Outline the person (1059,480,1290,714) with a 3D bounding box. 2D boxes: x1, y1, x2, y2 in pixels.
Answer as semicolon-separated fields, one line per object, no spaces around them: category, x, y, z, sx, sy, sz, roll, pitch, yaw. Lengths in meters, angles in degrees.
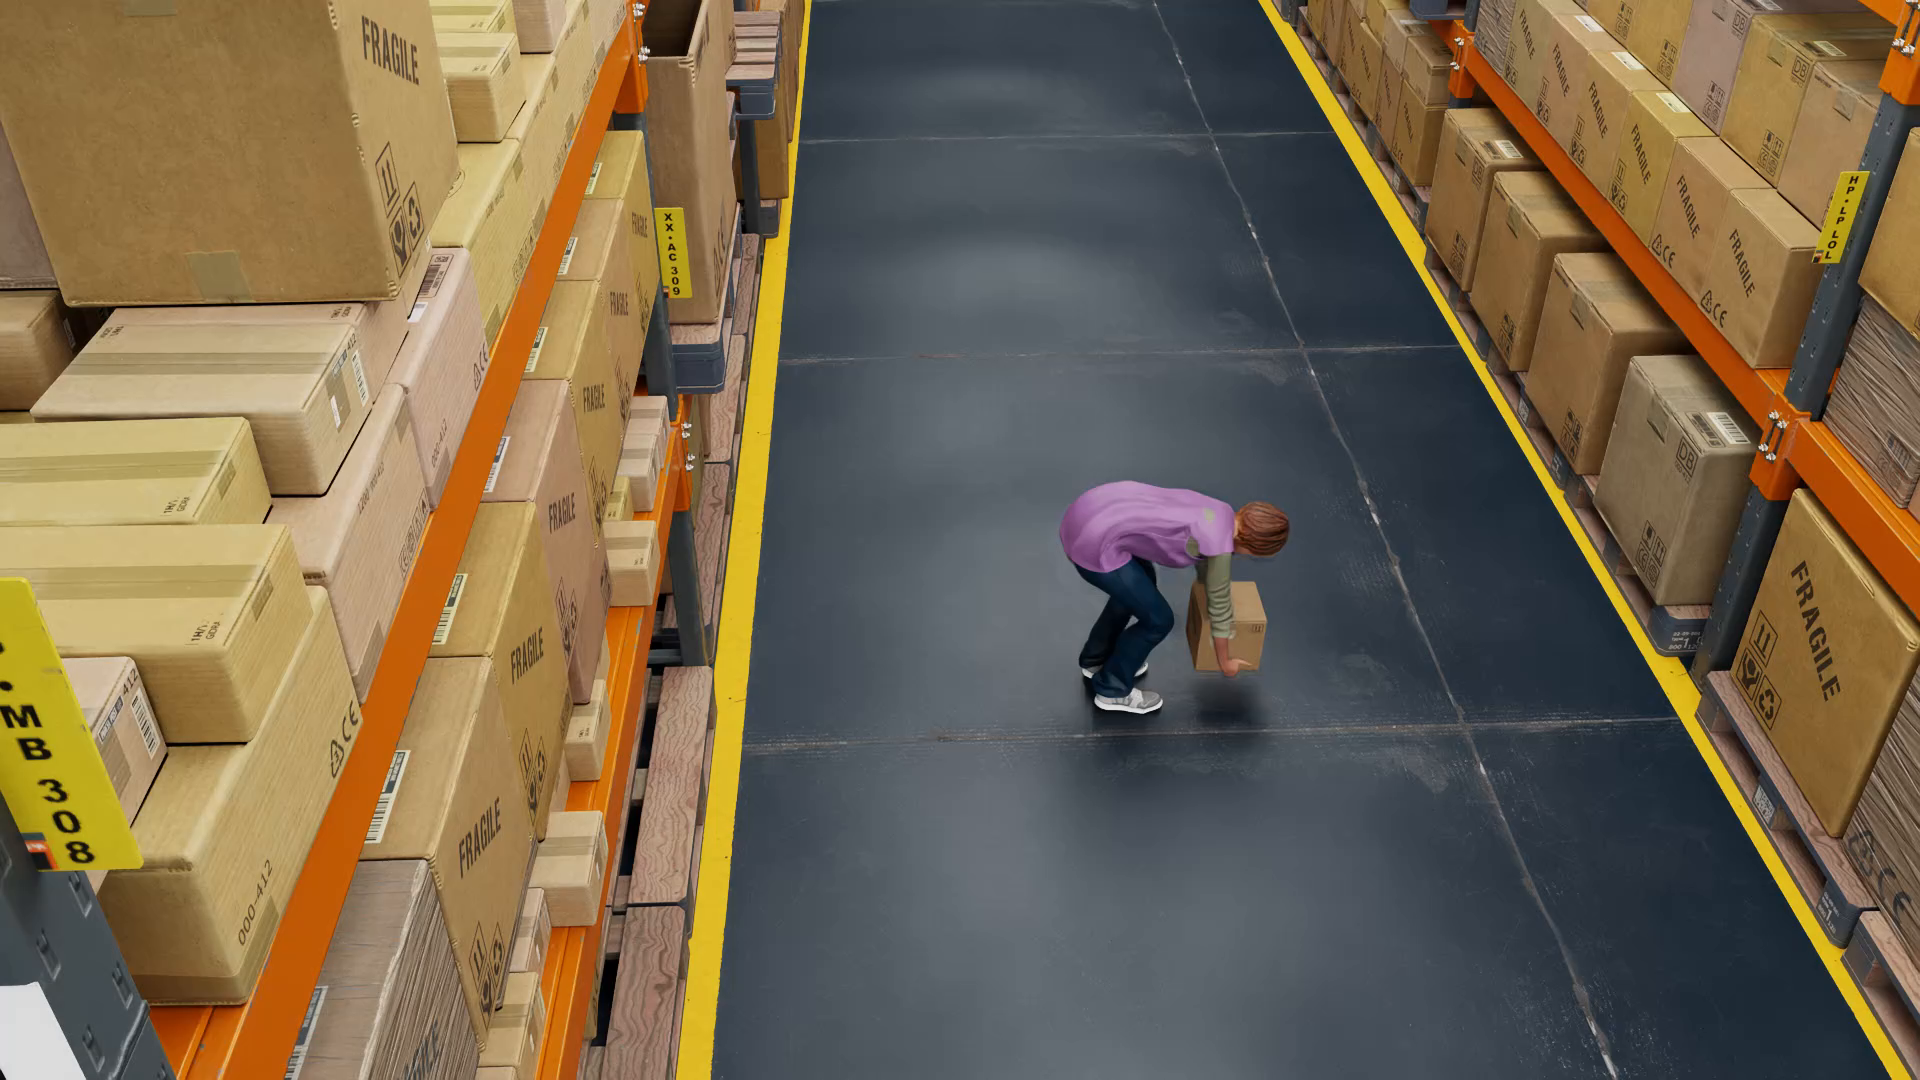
person;0.808;0.203;6.410;0.869;0.970;0.402;-3;36;-4
